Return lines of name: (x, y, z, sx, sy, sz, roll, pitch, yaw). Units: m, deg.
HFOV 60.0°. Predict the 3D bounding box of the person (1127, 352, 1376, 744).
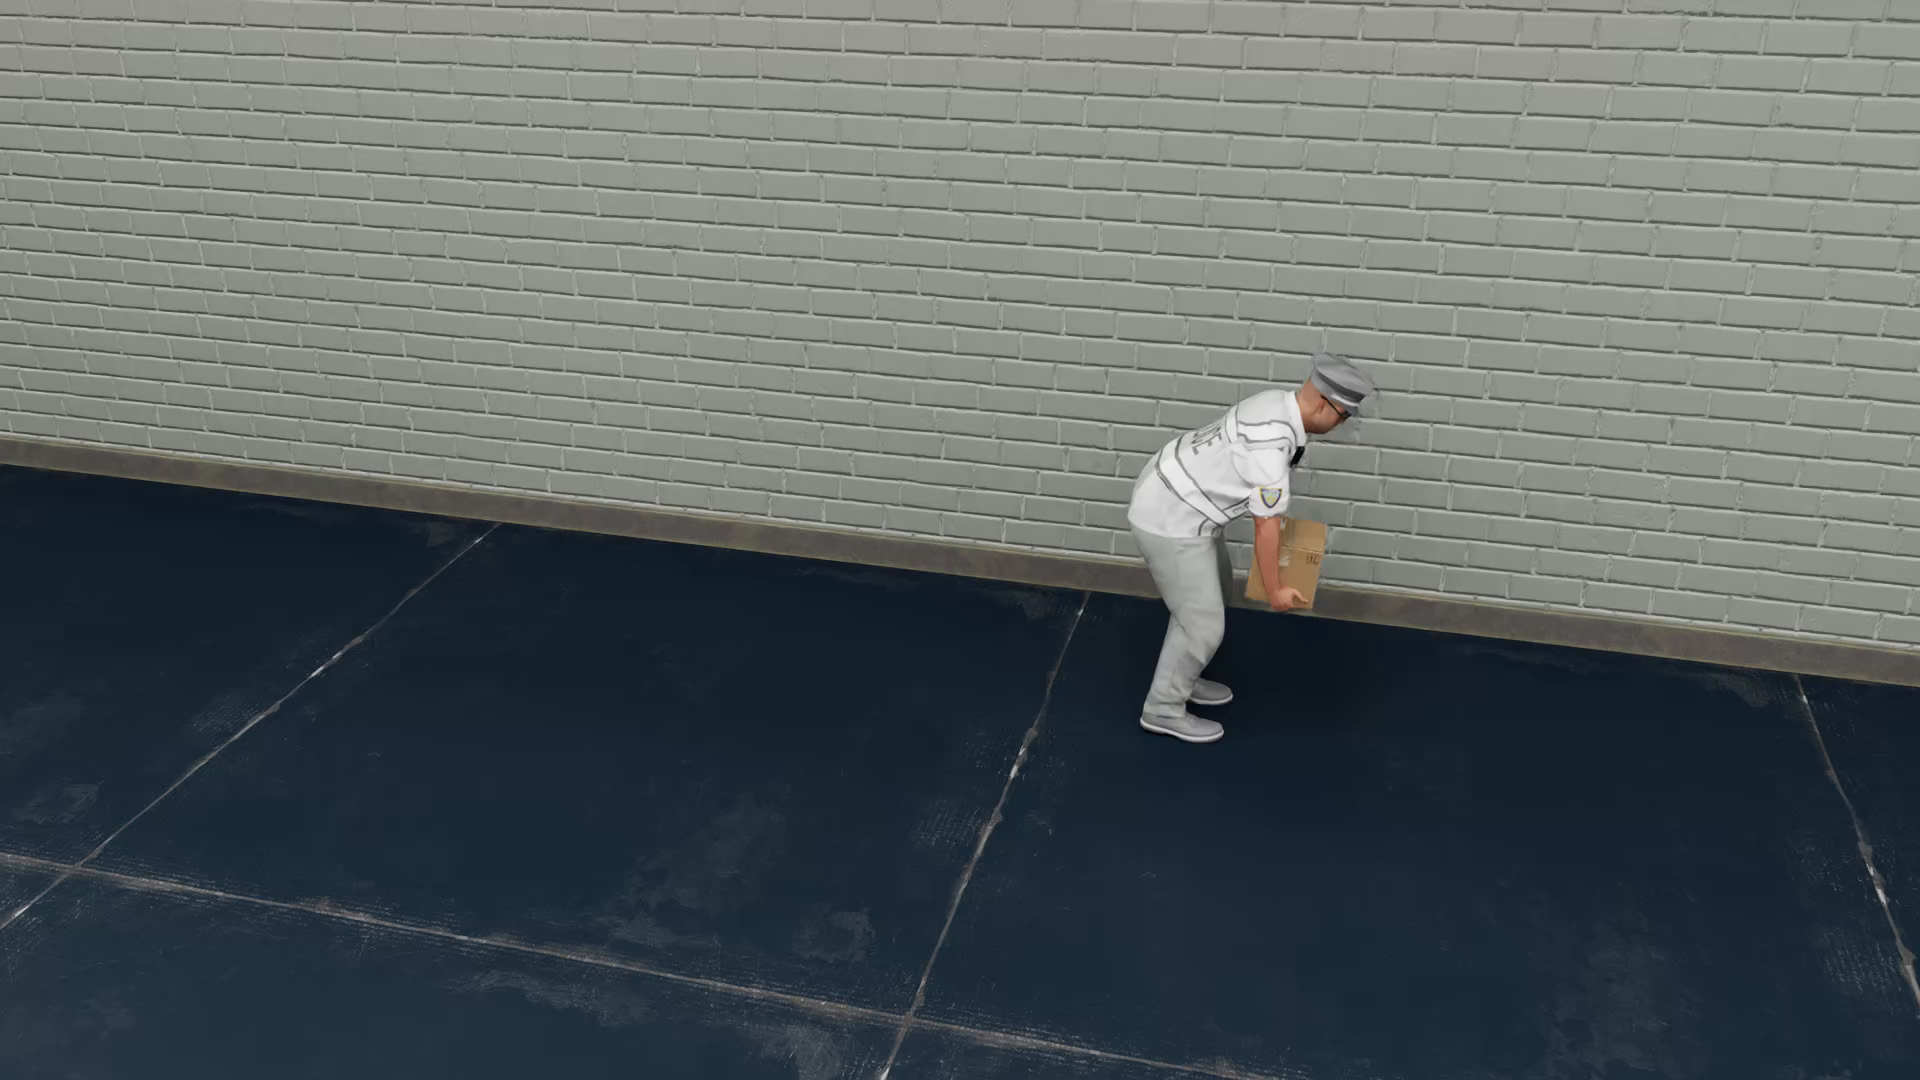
person: (1.066, 0.025, 6.320, 0.860, 1.528, 0.488, 6, 26, 12)
